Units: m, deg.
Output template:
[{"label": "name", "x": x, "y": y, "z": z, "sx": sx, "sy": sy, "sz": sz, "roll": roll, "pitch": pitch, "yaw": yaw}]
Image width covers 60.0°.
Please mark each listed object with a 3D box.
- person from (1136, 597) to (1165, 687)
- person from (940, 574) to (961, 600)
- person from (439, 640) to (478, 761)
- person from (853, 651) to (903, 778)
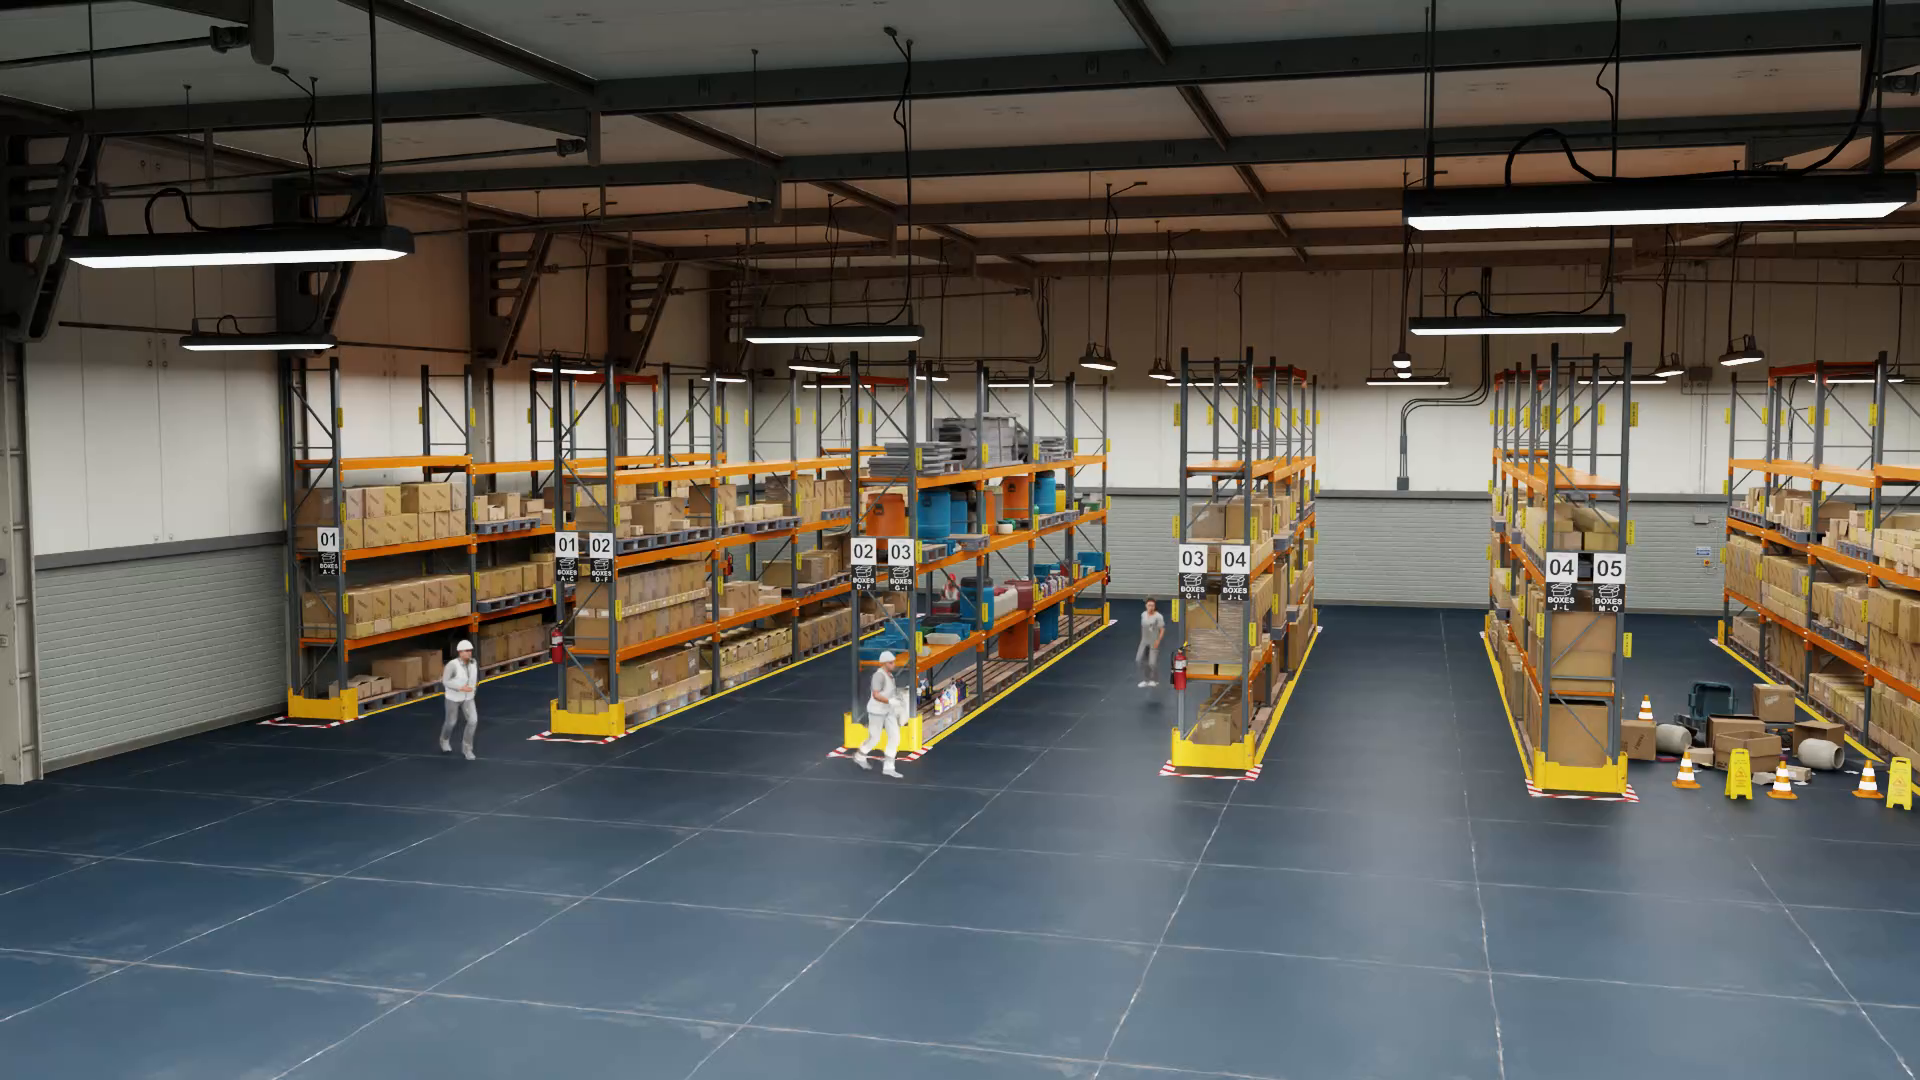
[{"label": "person", "x": 3.351, "y": 1.788, "z": 29.079, "sx": 0.573, "sy": 1.609, "sz": 0.657, "roll": 3, "pitch": 5, "yaw": 33}, {"label": "person", "x": -0.111, "y": 1.553, "z": 35.630, "sx": 0.659, "sy": 1.722, "sz": 0.863, "roll": 1, "pitch": 4, "yaw": 14}, {"label": "person", "x": -7.416, "y": 2.342, "z": 24.567, "sx": 0.903, "sy": 1.768, "sz": 0.674, "roll": 4, "pitch": 6, "yaw": 44}, {"label": "person", "x": -1.187, "y": 2.416, "z": 23.174, "sx": 0.852, "sy": 1.766, "sz": 0.612, "roll": 2, "pitch": 5, "yaw": 30}]
